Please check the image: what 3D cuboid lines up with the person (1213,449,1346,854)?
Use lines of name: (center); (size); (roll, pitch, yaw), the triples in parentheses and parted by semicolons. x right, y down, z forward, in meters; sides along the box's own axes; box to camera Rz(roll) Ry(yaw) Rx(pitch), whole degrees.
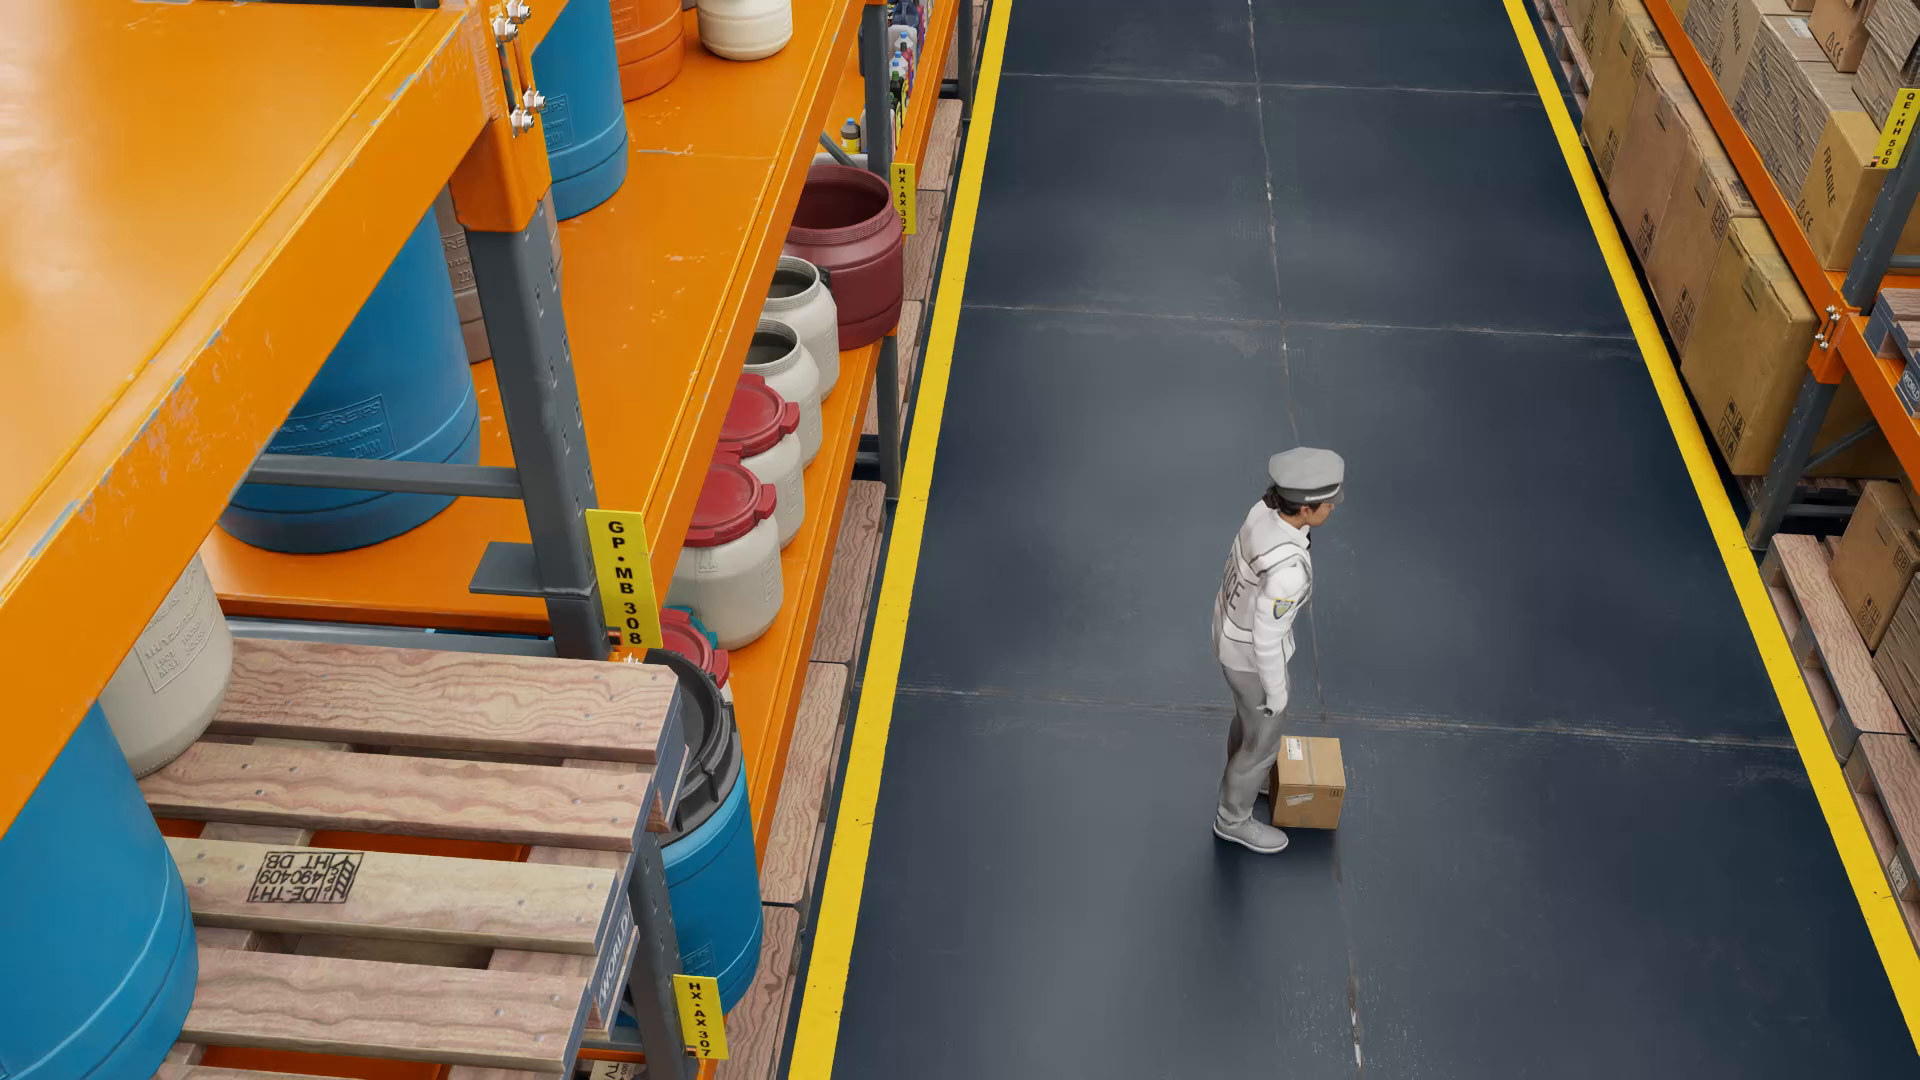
person: (1.112, 0.395, 5.981); (0.407, 1.662, 0.528); (3, 40, 4)
